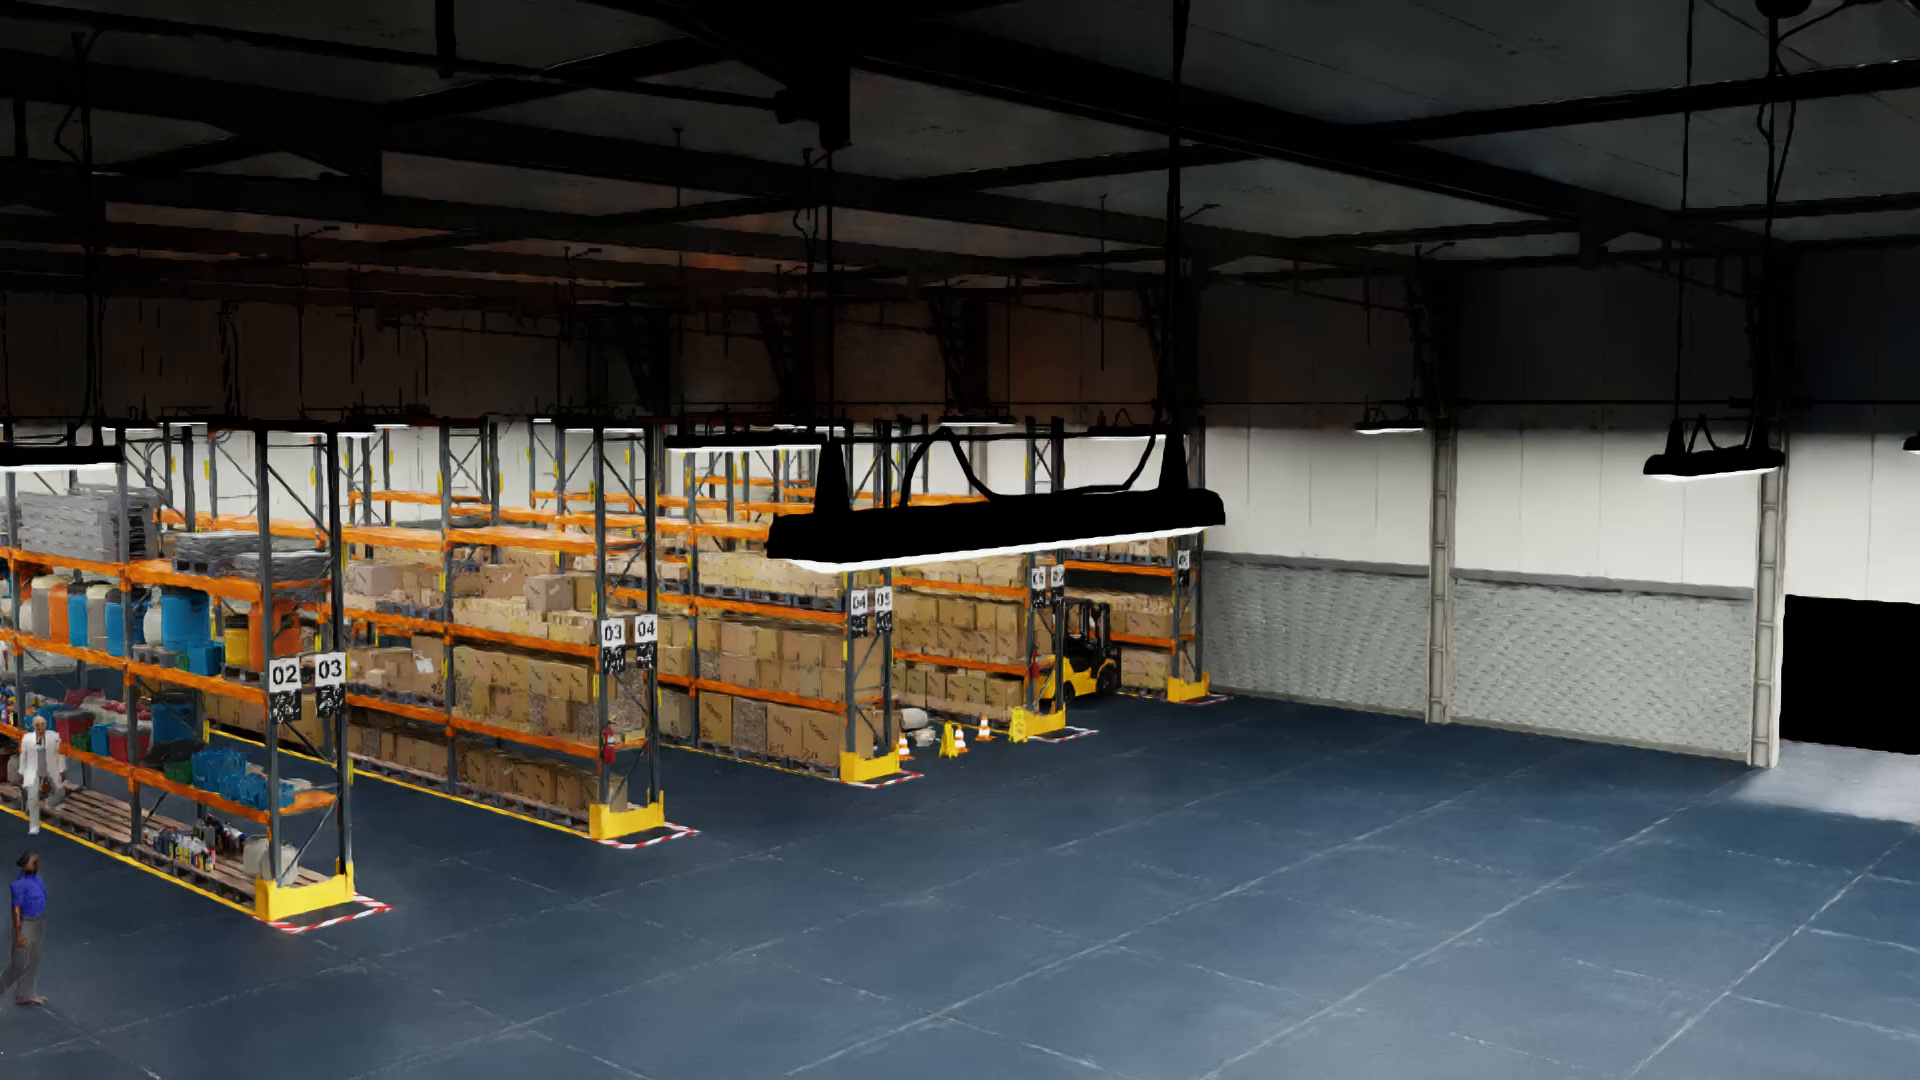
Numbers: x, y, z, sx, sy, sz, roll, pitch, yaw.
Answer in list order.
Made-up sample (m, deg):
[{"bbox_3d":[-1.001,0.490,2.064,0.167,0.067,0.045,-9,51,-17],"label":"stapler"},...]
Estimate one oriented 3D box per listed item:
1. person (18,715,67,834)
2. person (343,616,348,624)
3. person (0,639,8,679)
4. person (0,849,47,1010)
[{"bbox_3d":[-13.581,3.480,24.629,0.634,1.623,1.052,-3,6,-31],"label":"person"},{"bbox_3d":[-15.897,1.921,42.504,0.576,1.776,0.586,1,5,7],"label":"person"},{"bbox_3d":[-20.110,2.614,34.477,0.578,1.701,0.719,4,6,39],"label":"person"},{"bbox_3d":[-9.829,4.067,17.313,0.489,1.651,0.641,0,5,-1],"label":"person"}]
